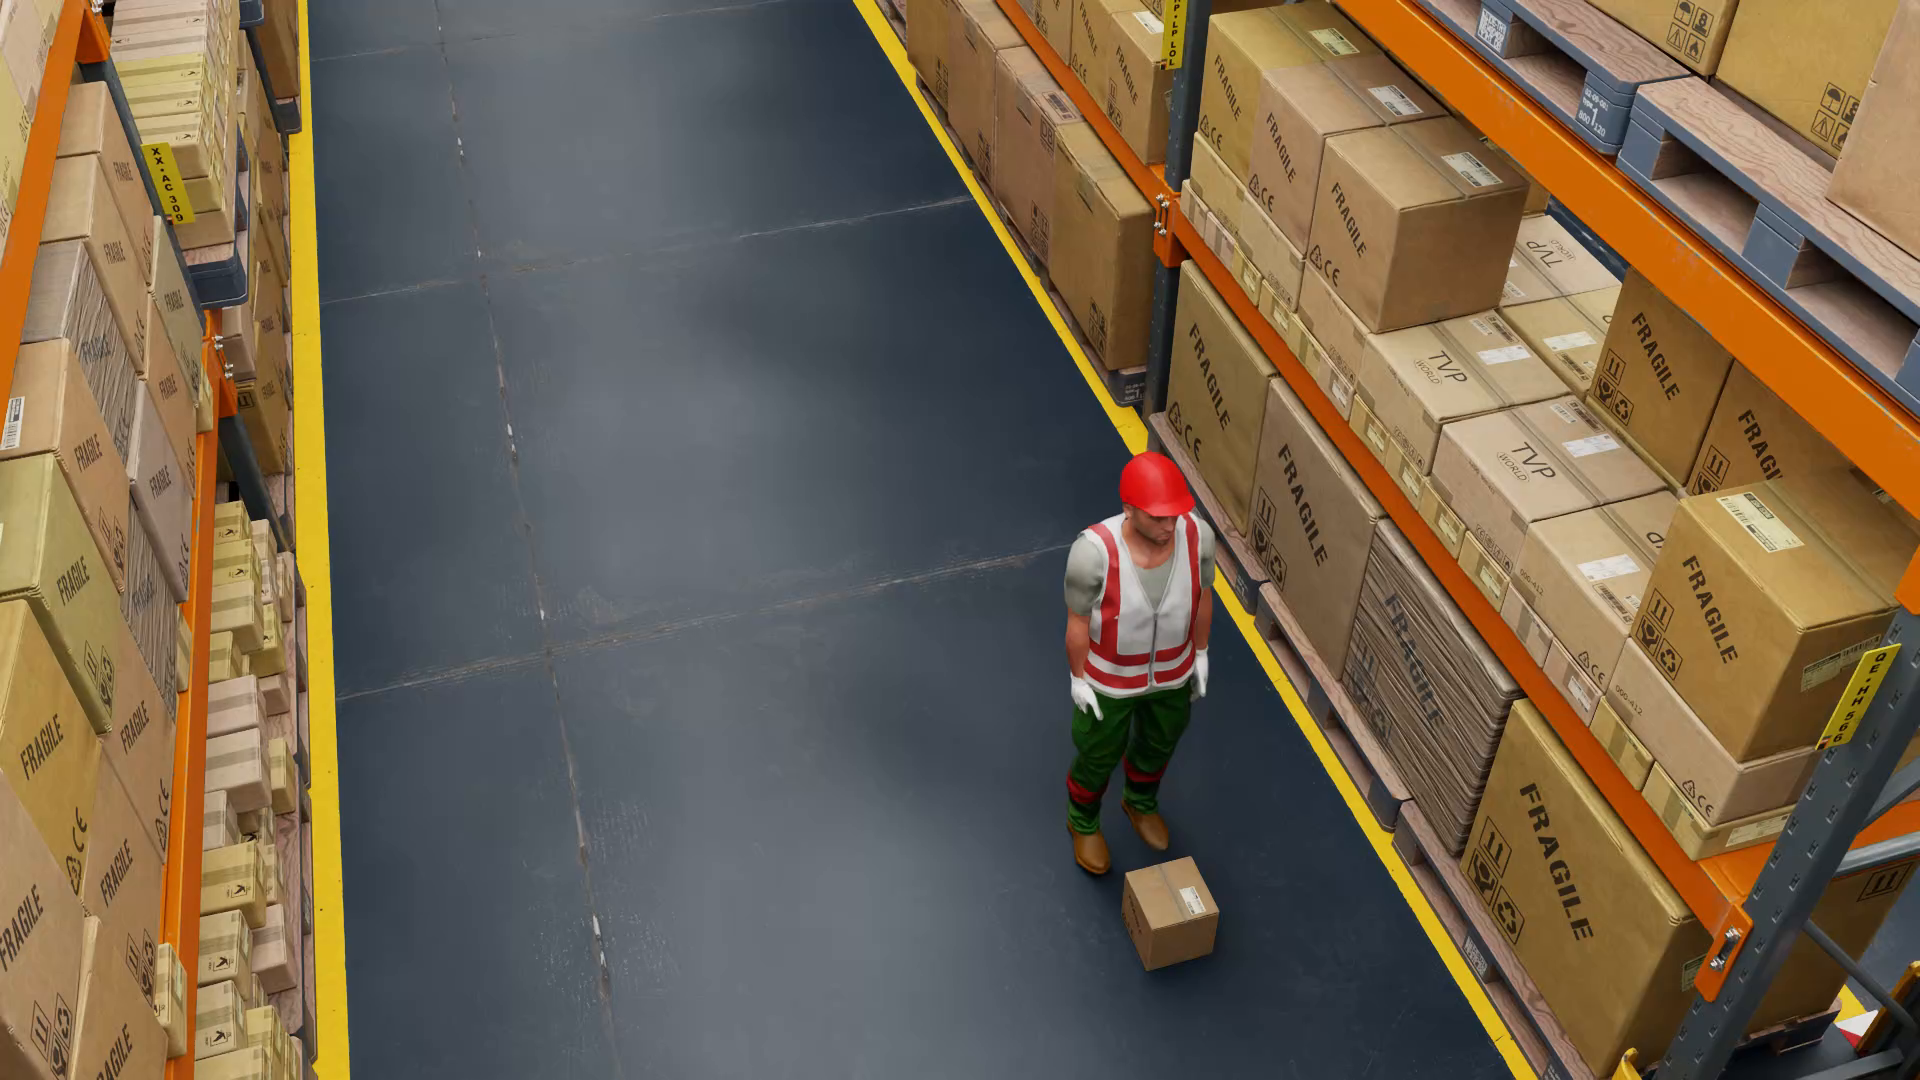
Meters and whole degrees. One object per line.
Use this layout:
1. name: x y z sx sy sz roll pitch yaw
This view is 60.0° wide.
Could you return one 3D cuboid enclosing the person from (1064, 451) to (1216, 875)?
1. person: 2.092 -3.741 10.335 6.848 1.804 11.595 -11 43 -12
